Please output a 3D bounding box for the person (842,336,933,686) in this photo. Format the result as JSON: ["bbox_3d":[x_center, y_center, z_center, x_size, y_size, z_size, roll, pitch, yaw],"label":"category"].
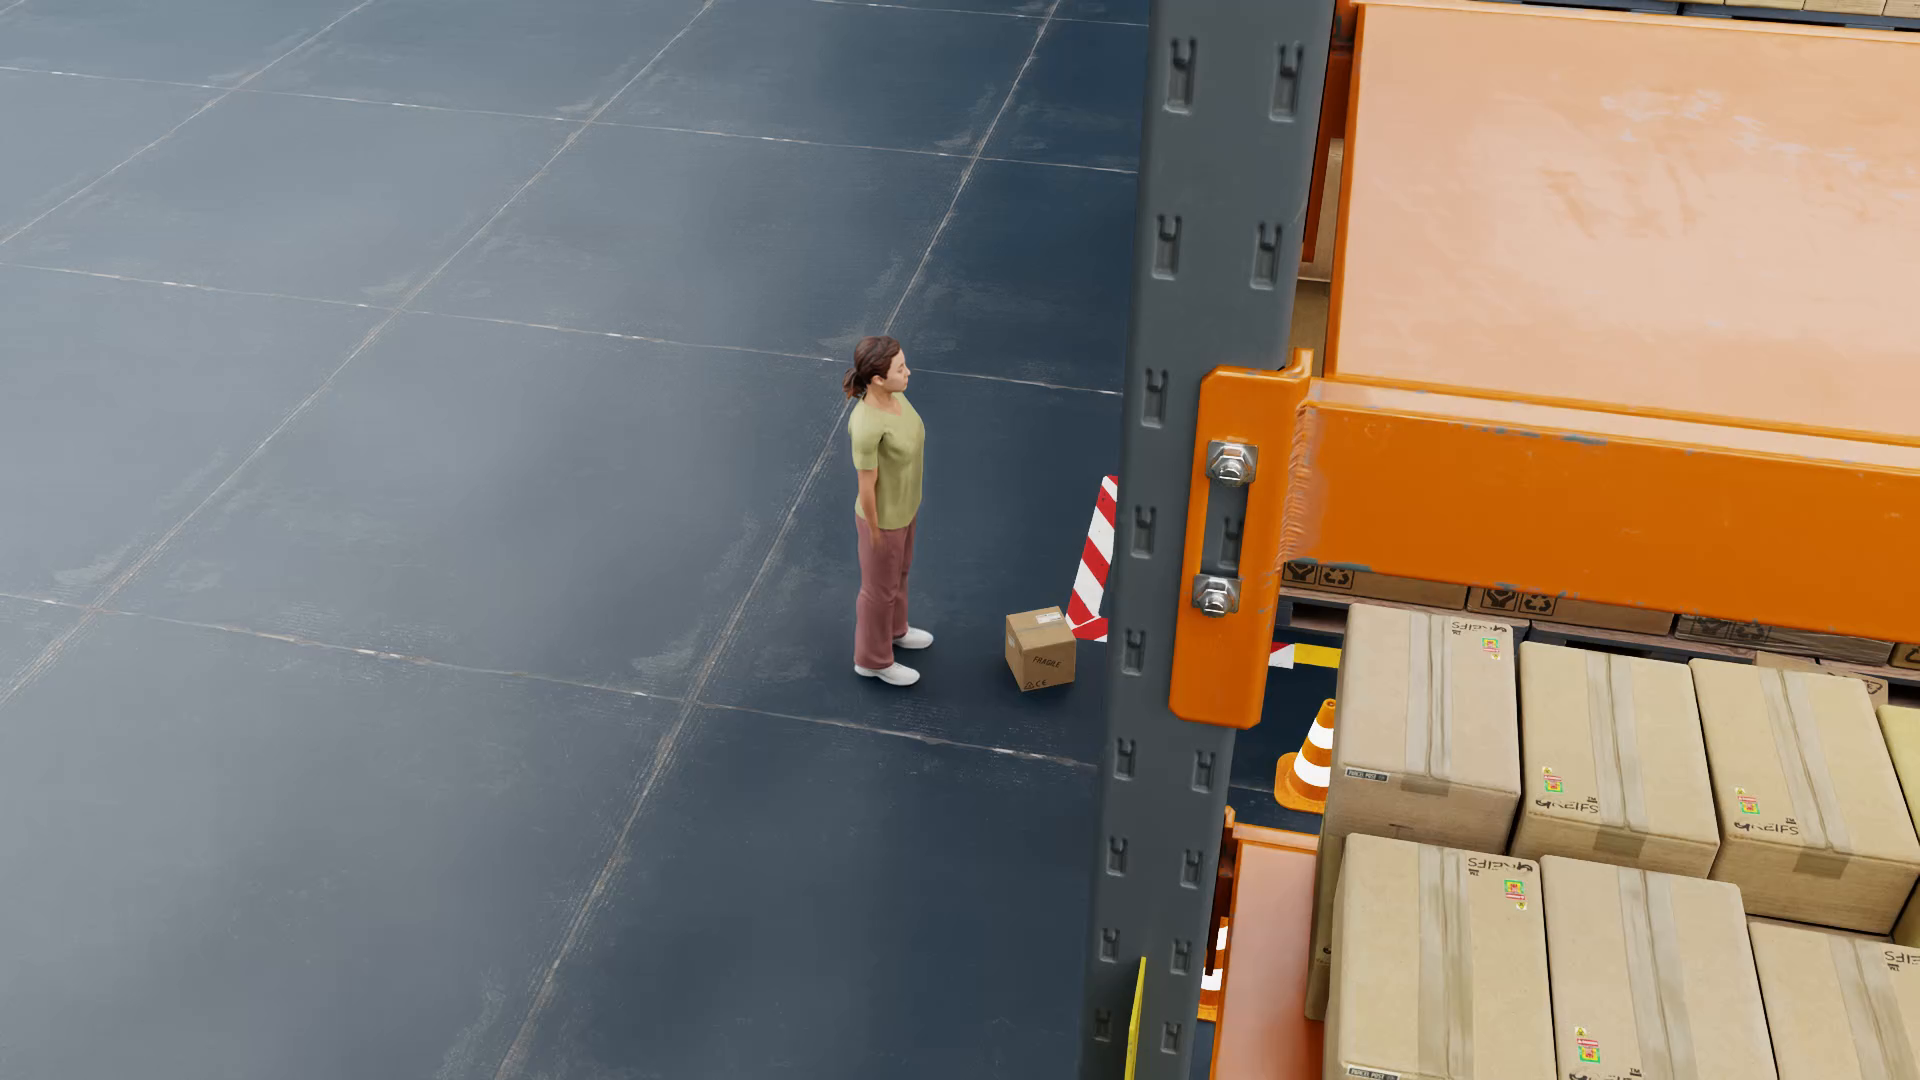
[{"bbox_3d":[-0.317,-0.134,7.150,0.349,1.670,0.438,9,38,11],"label":"person"}]
